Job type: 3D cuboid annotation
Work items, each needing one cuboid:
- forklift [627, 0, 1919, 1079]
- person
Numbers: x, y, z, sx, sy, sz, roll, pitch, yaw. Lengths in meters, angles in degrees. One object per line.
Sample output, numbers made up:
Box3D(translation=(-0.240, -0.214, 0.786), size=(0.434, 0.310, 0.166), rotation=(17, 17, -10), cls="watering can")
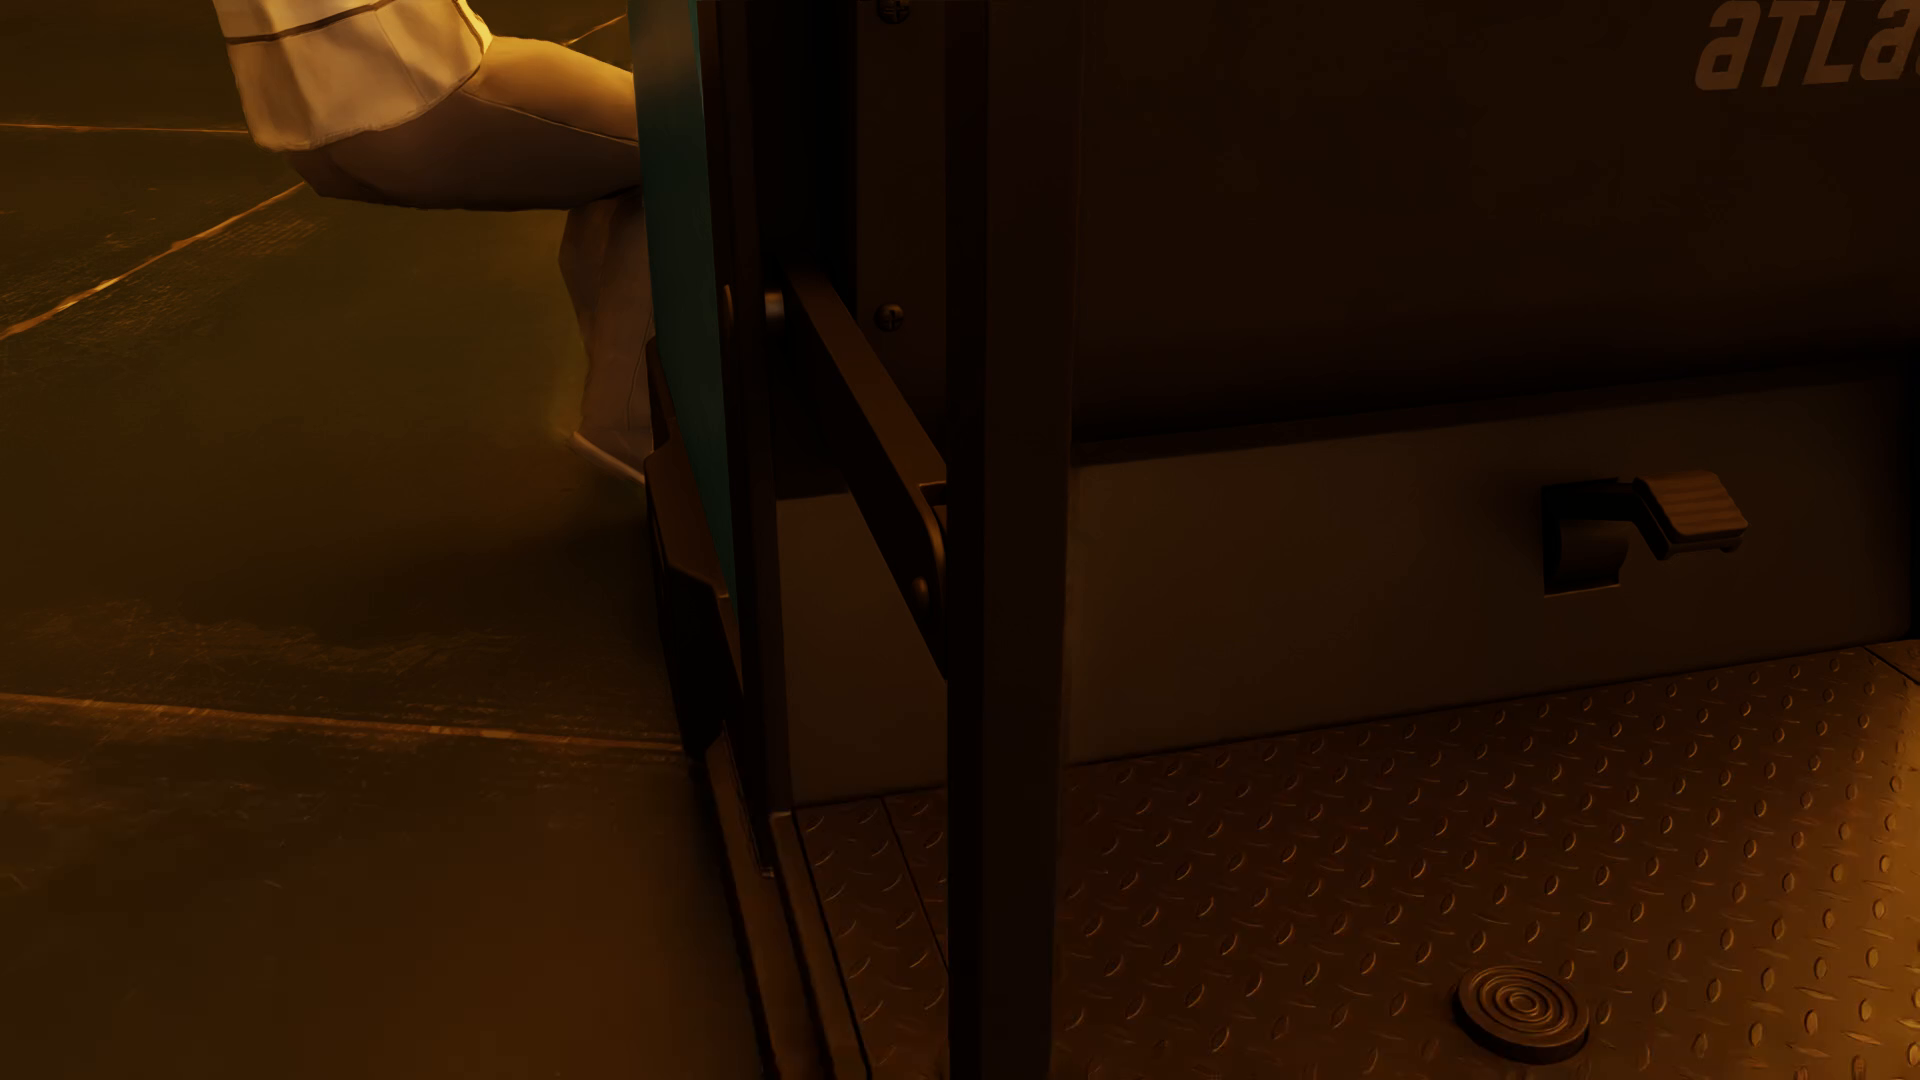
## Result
Box3D(translation=(0.427, -0.754, 0.728), size=(1.130, 2.935, 3.031), rotation=(-7, 27, -13), cls="forklift")
Box3D(translation=(-0.611, -0.727, 2.324), size=(0.886, 1.444, 0.822), rotation=(23, 35, 38), cls="person")
